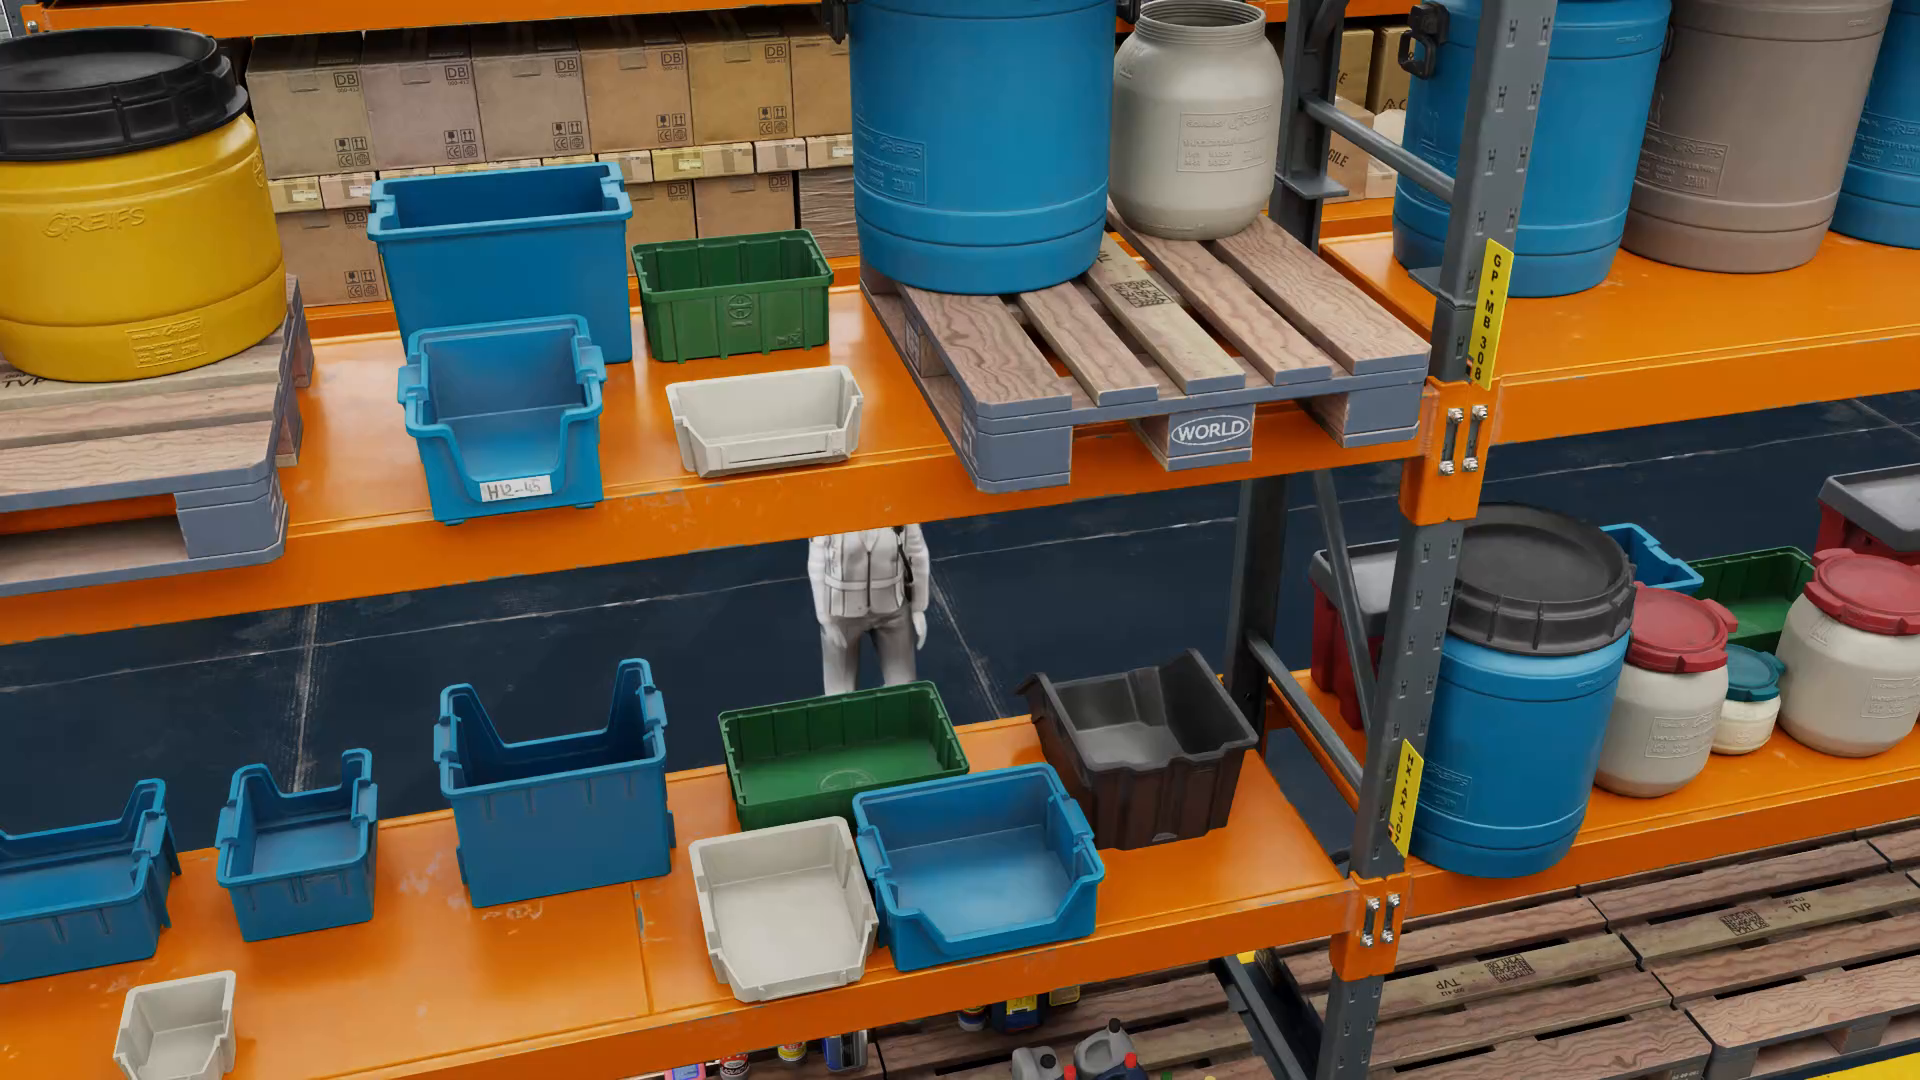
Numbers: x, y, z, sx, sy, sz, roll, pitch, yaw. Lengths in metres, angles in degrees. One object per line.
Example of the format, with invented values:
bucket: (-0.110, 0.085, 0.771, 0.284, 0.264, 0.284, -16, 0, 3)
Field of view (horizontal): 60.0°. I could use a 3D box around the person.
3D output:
person: (-0.353, 0.296, 6.651, 0.485, 1.652, 0.381, -7, 31, -12)
